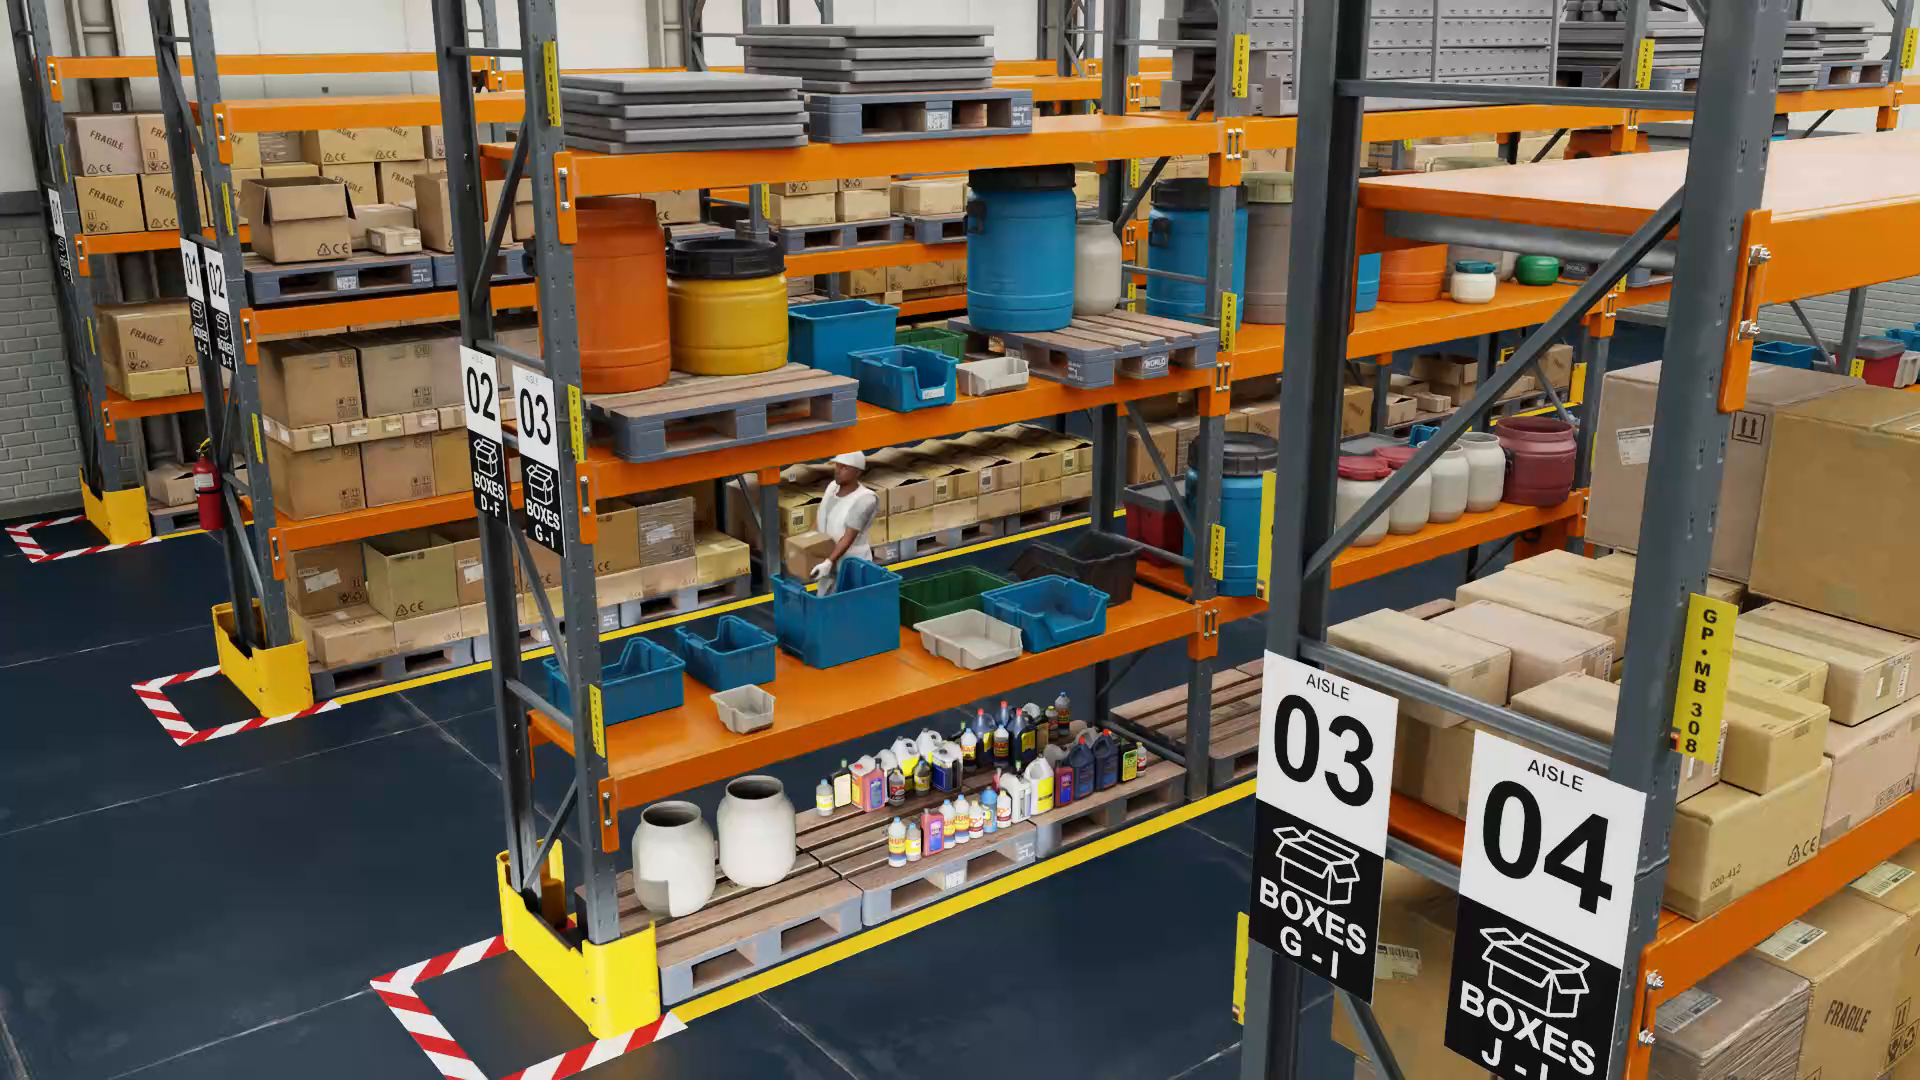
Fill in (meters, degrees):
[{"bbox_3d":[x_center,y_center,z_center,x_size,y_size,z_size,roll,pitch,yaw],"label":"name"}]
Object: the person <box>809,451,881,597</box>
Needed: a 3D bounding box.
[{"bbox_3d":[-0.899,0.218,11.830,0.573,1.782,0.493,-13,22,-36],"label":"person"}]
